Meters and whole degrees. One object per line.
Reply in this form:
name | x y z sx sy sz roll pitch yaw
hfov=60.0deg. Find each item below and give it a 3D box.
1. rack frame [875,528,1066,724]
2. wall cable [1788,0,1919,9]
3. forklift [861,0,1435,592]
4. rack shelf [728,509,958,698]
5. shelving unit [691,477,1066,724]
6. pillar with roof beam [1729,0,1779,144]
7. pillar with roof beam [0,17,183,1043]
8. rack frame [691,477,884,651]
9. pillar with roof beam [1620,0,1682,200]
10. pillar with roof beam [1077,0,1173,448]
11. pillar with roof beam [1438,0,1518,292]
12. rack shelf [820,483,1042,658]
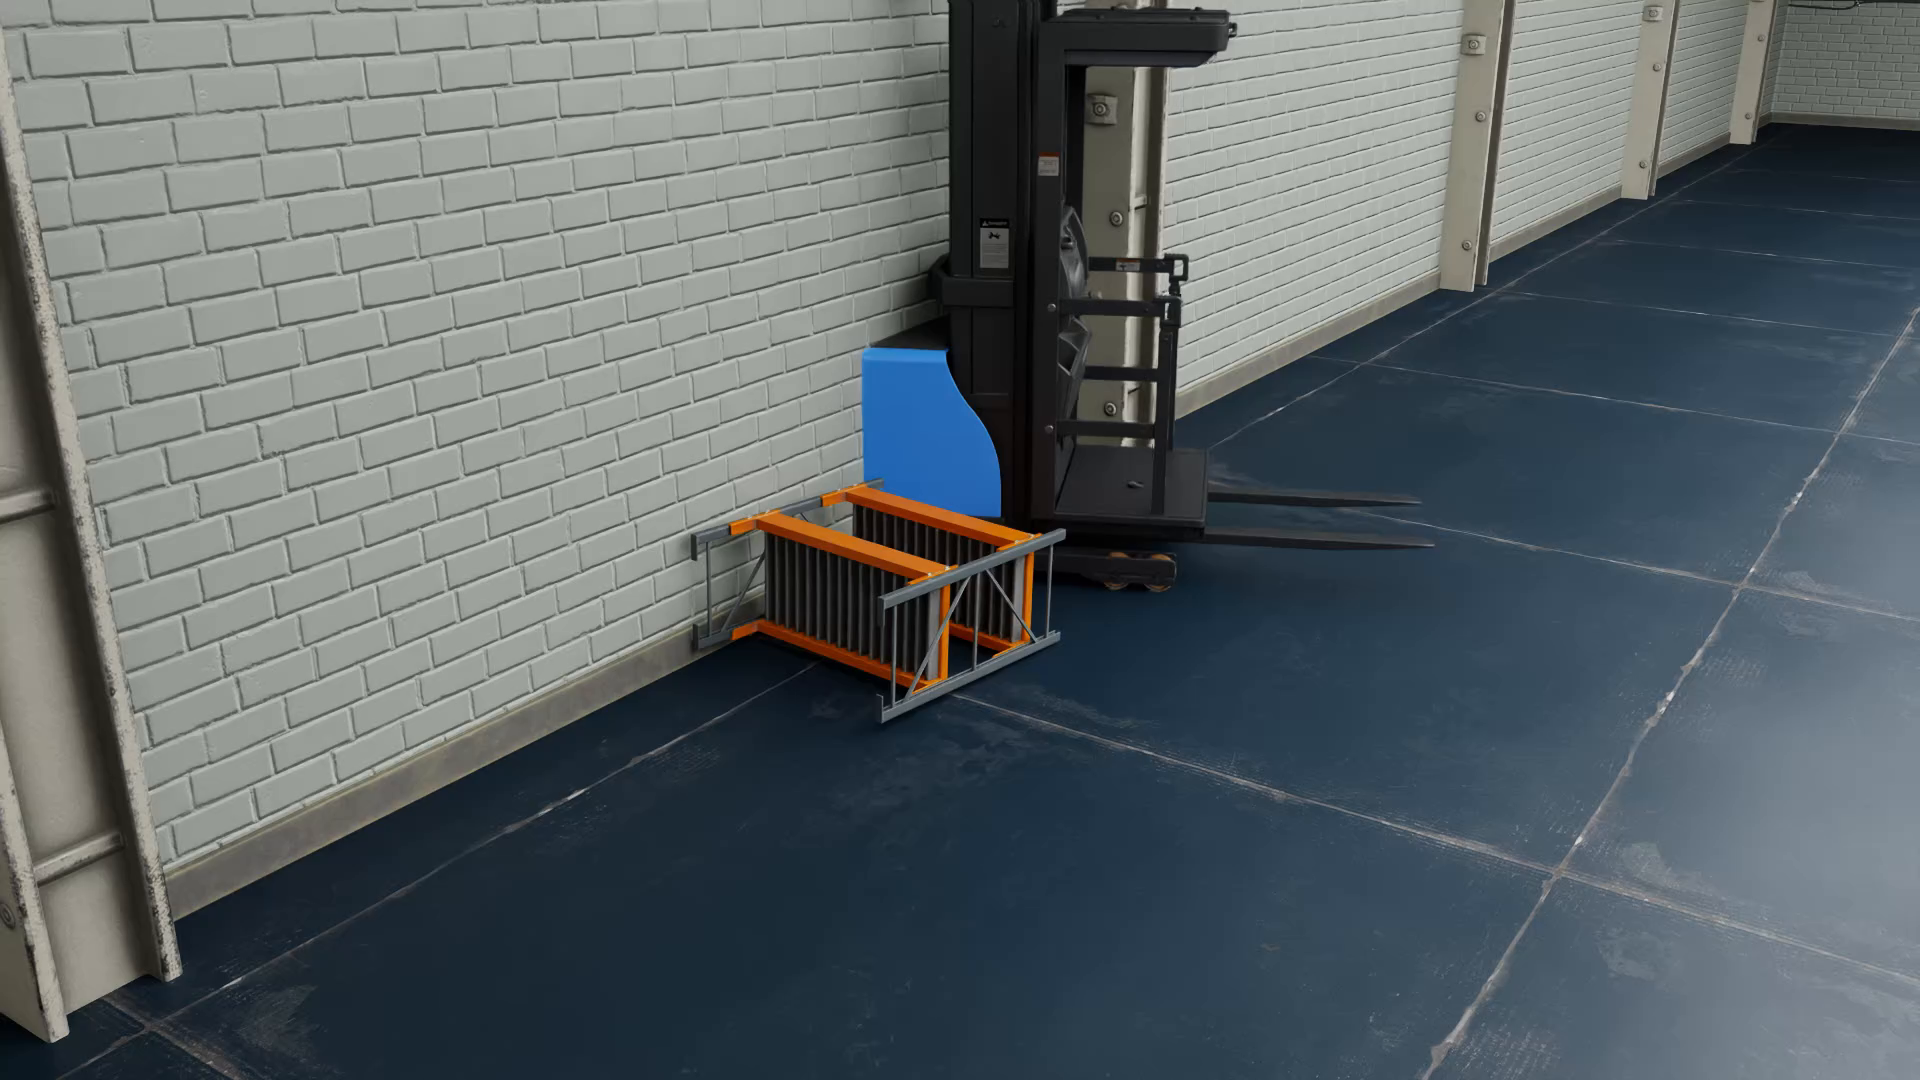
rack frame | 0.061 0.319 6.575 0.032 0.500 1.125 17 24 37
wall cable | 13.739 -8.948 23.959 3.097 2.526 0.112 13 24 32
forklift | 0.714 -1.337 7.655 3.031 2.935 1.130 3 21 9
rack shelf | -0.486 0.259 6.699 1.000 0.538 0.278 17 24 37
shelving unit | -0.330 0.202 6.878 1.048 0.538 1.125 17 24 37
pillar with roof beam | 14.550 -8.977 19.563 9.100 9.000 0.400 13 24 32
pillar with roof beam | 1.059 -2.091 0.947 9.100 9.000 0.400 13 24 32
rack frame | -0.721 0.085 7.181 0.032 0.500 1.125 17 24 37
pillar with roof beam | 11.177 -7.256 14.909 9.100 9.000 0.400 13 24 32
pillar with roof beam | 4.431 -3.813 5.601 9.100 9.000 0.400 13 24 32
pillar with roof beam | 7.804 -5.534 10.255 9.100 9.000 0.400 13 24 32
rack shelf | -0.143 0.135 7.093 1.000 0.538 0.278 17 24 37
